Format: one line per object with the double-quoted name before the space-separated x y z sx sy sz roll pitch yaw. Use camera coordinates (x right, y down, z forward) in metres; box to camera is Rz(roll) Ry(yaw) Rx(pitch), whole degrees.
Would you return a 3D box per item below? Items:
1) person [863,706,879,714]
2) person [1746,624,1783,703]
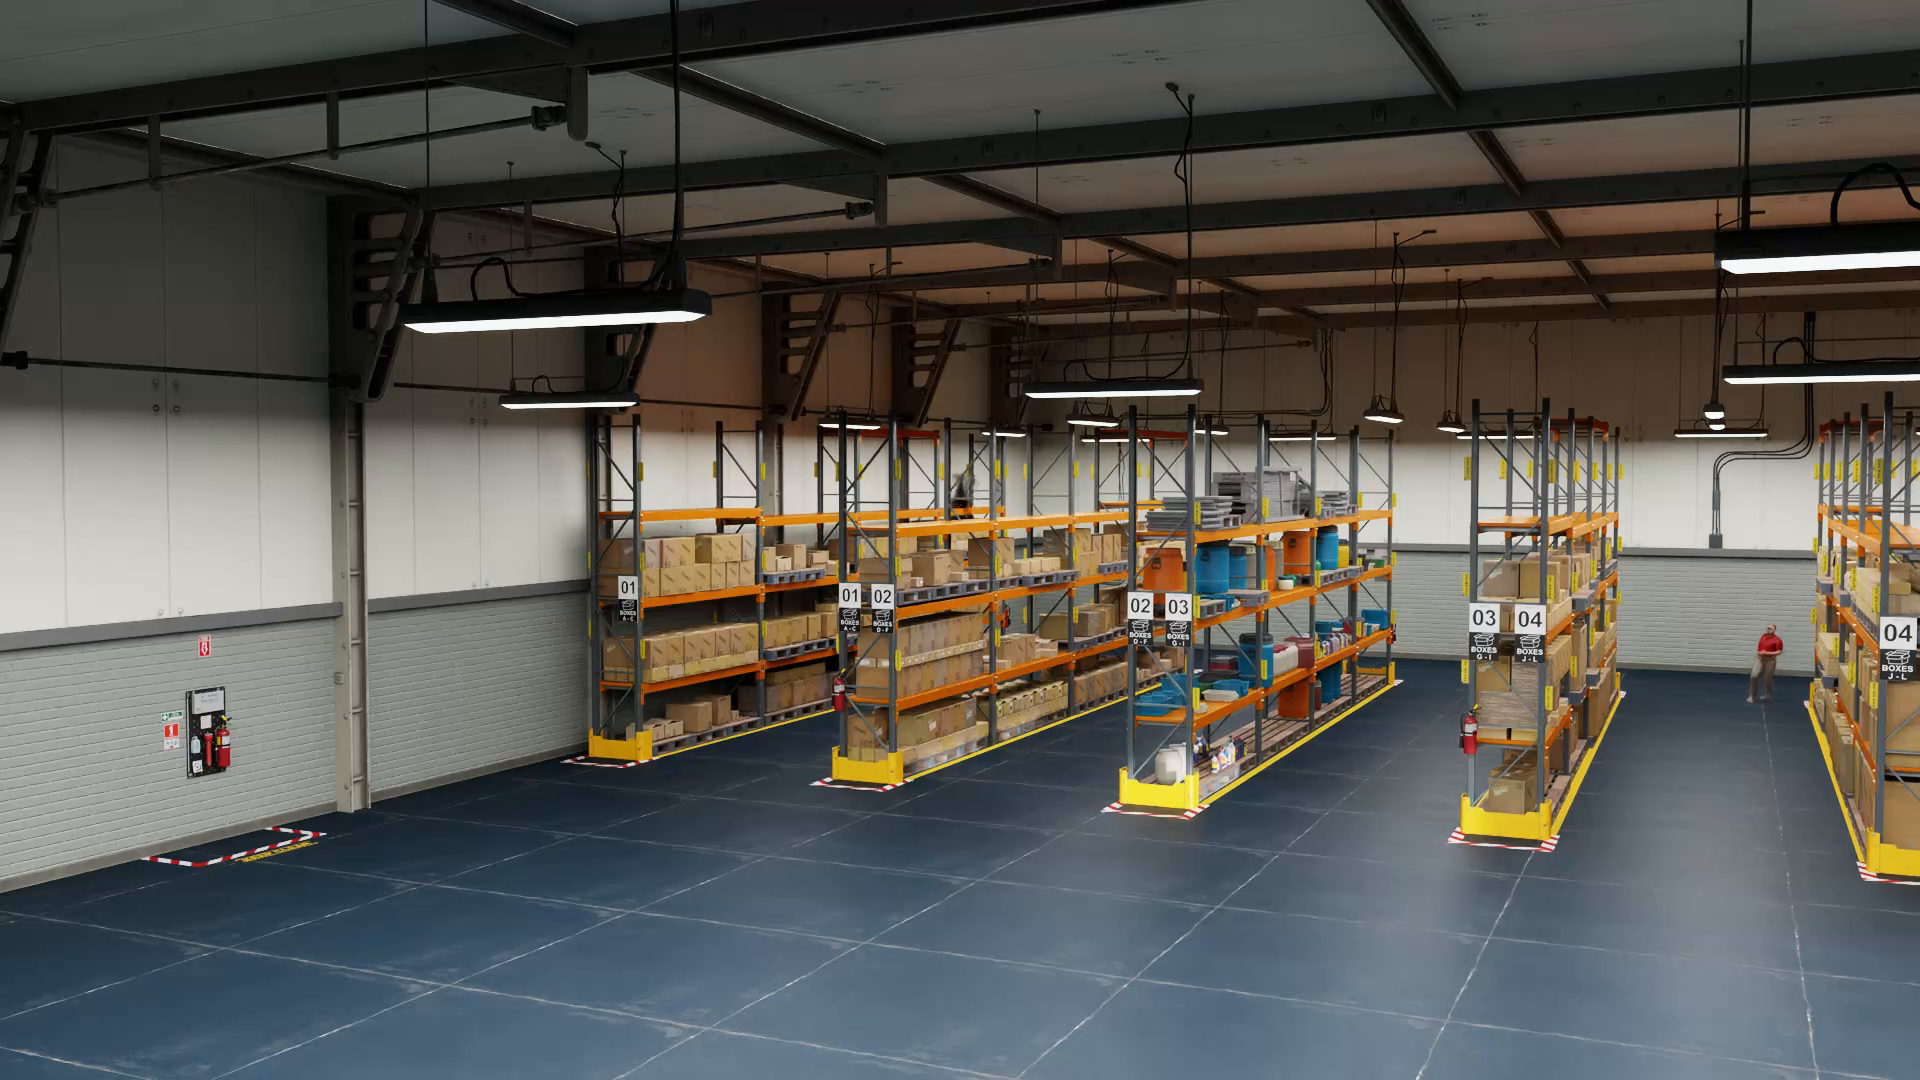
"person" -1.709 2.788 32.399 0.681 1.723 0.779 1 3 25
"person" 17.490 2.683 35.992 0.734 1.751 0.666 -2 3 -38
